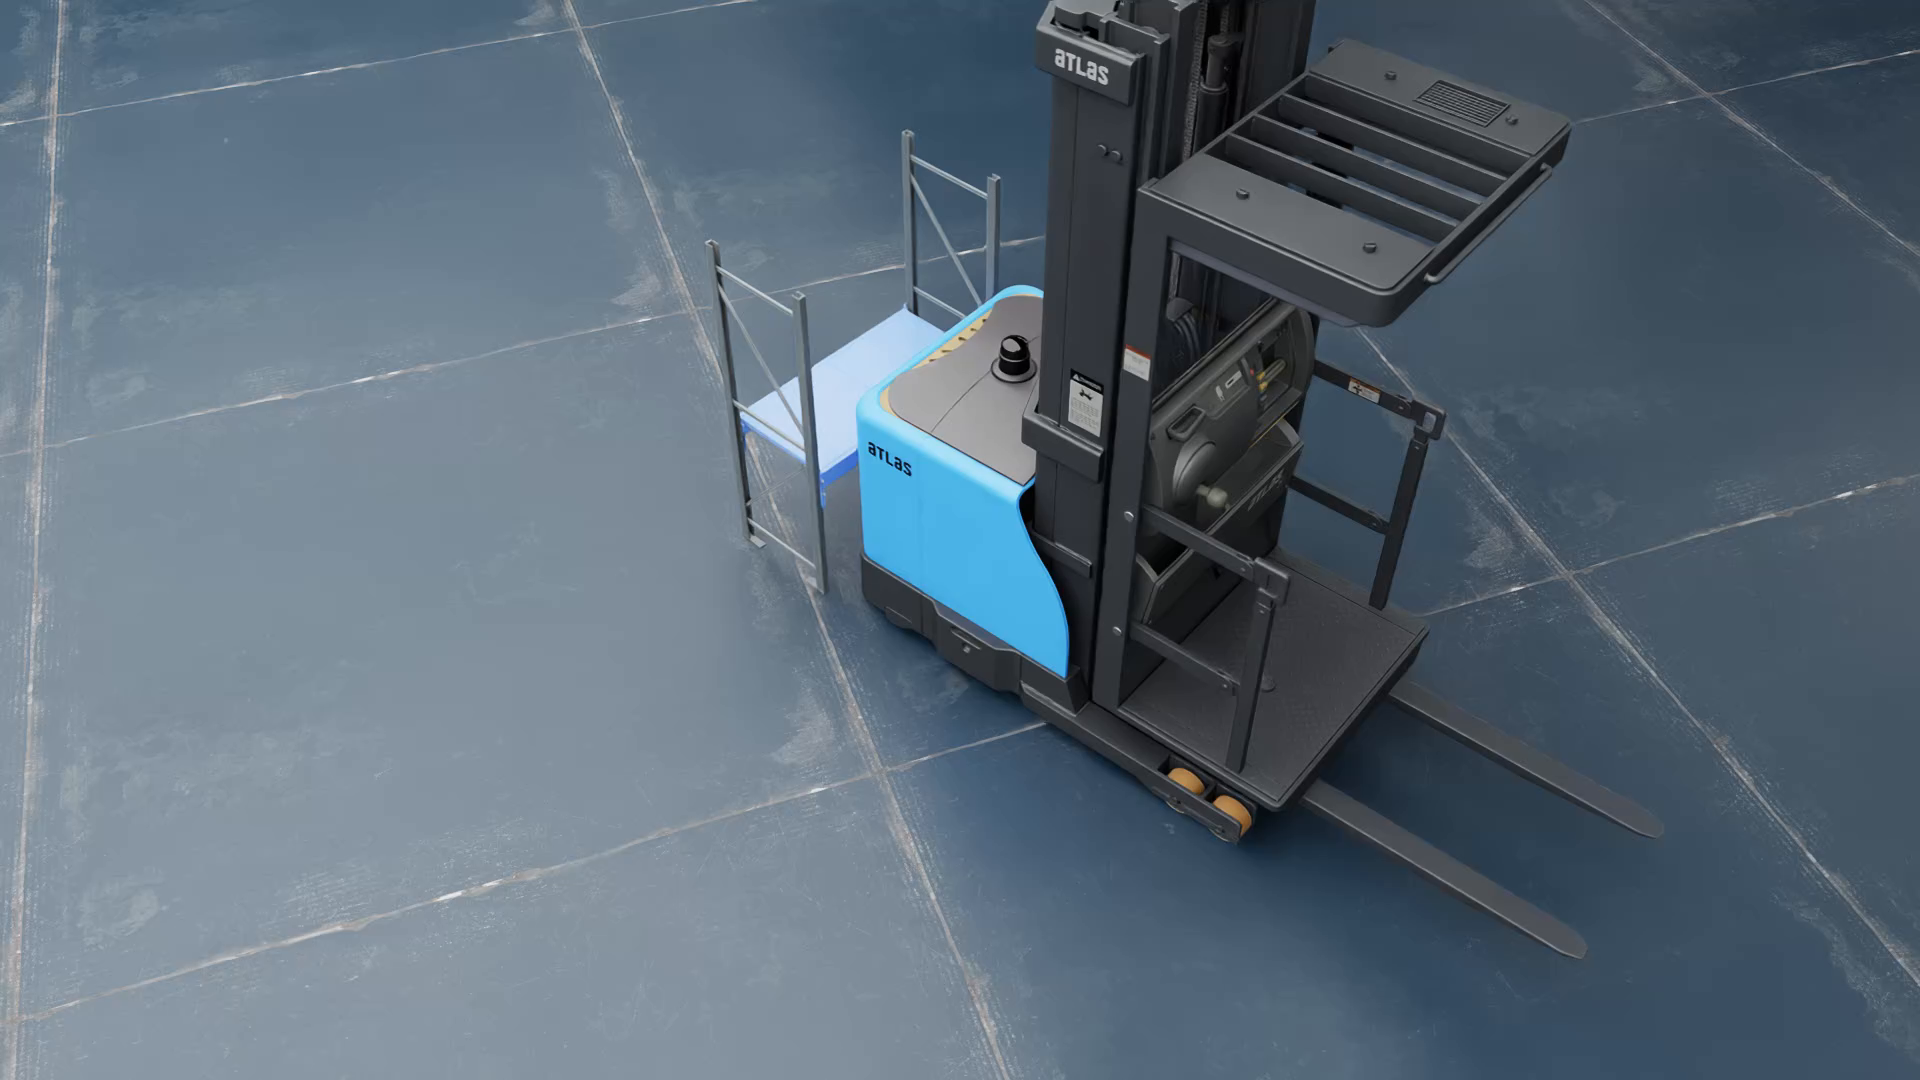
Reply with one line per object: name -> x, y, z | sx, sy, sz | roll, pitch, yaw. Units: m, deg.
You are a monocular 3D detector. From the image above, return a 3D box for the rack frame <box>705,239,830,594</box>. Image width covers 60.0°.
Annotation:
rack frame -> -0.731, -0.433, 6.432 | 0.500, 1.500, 0.032 | 33, 54, 29

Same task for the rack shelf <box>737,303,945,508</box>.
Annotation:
rack shelf -> -0.384, -0.570, 6.822 | 0.538, 0.185, 1.000 | 33, 54, 29

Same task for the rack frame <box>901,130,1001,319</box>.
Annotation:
rack frame -> -0.038, -0.960, 6.957 | 0.500, 1.500, 0.032 | 33, 54, 29

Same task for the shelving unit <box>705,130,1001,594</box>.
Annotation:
shelving unit -> -0.384, -0.697, 6.695 | 0.538, 1.500, 1.048 | 33, 54, 29

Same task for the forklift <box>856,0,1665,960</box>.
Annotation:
forklift -> 1.061, -0.381, 5.370 | 3.031, 2.935, 1.130 | 30, 52, 27
